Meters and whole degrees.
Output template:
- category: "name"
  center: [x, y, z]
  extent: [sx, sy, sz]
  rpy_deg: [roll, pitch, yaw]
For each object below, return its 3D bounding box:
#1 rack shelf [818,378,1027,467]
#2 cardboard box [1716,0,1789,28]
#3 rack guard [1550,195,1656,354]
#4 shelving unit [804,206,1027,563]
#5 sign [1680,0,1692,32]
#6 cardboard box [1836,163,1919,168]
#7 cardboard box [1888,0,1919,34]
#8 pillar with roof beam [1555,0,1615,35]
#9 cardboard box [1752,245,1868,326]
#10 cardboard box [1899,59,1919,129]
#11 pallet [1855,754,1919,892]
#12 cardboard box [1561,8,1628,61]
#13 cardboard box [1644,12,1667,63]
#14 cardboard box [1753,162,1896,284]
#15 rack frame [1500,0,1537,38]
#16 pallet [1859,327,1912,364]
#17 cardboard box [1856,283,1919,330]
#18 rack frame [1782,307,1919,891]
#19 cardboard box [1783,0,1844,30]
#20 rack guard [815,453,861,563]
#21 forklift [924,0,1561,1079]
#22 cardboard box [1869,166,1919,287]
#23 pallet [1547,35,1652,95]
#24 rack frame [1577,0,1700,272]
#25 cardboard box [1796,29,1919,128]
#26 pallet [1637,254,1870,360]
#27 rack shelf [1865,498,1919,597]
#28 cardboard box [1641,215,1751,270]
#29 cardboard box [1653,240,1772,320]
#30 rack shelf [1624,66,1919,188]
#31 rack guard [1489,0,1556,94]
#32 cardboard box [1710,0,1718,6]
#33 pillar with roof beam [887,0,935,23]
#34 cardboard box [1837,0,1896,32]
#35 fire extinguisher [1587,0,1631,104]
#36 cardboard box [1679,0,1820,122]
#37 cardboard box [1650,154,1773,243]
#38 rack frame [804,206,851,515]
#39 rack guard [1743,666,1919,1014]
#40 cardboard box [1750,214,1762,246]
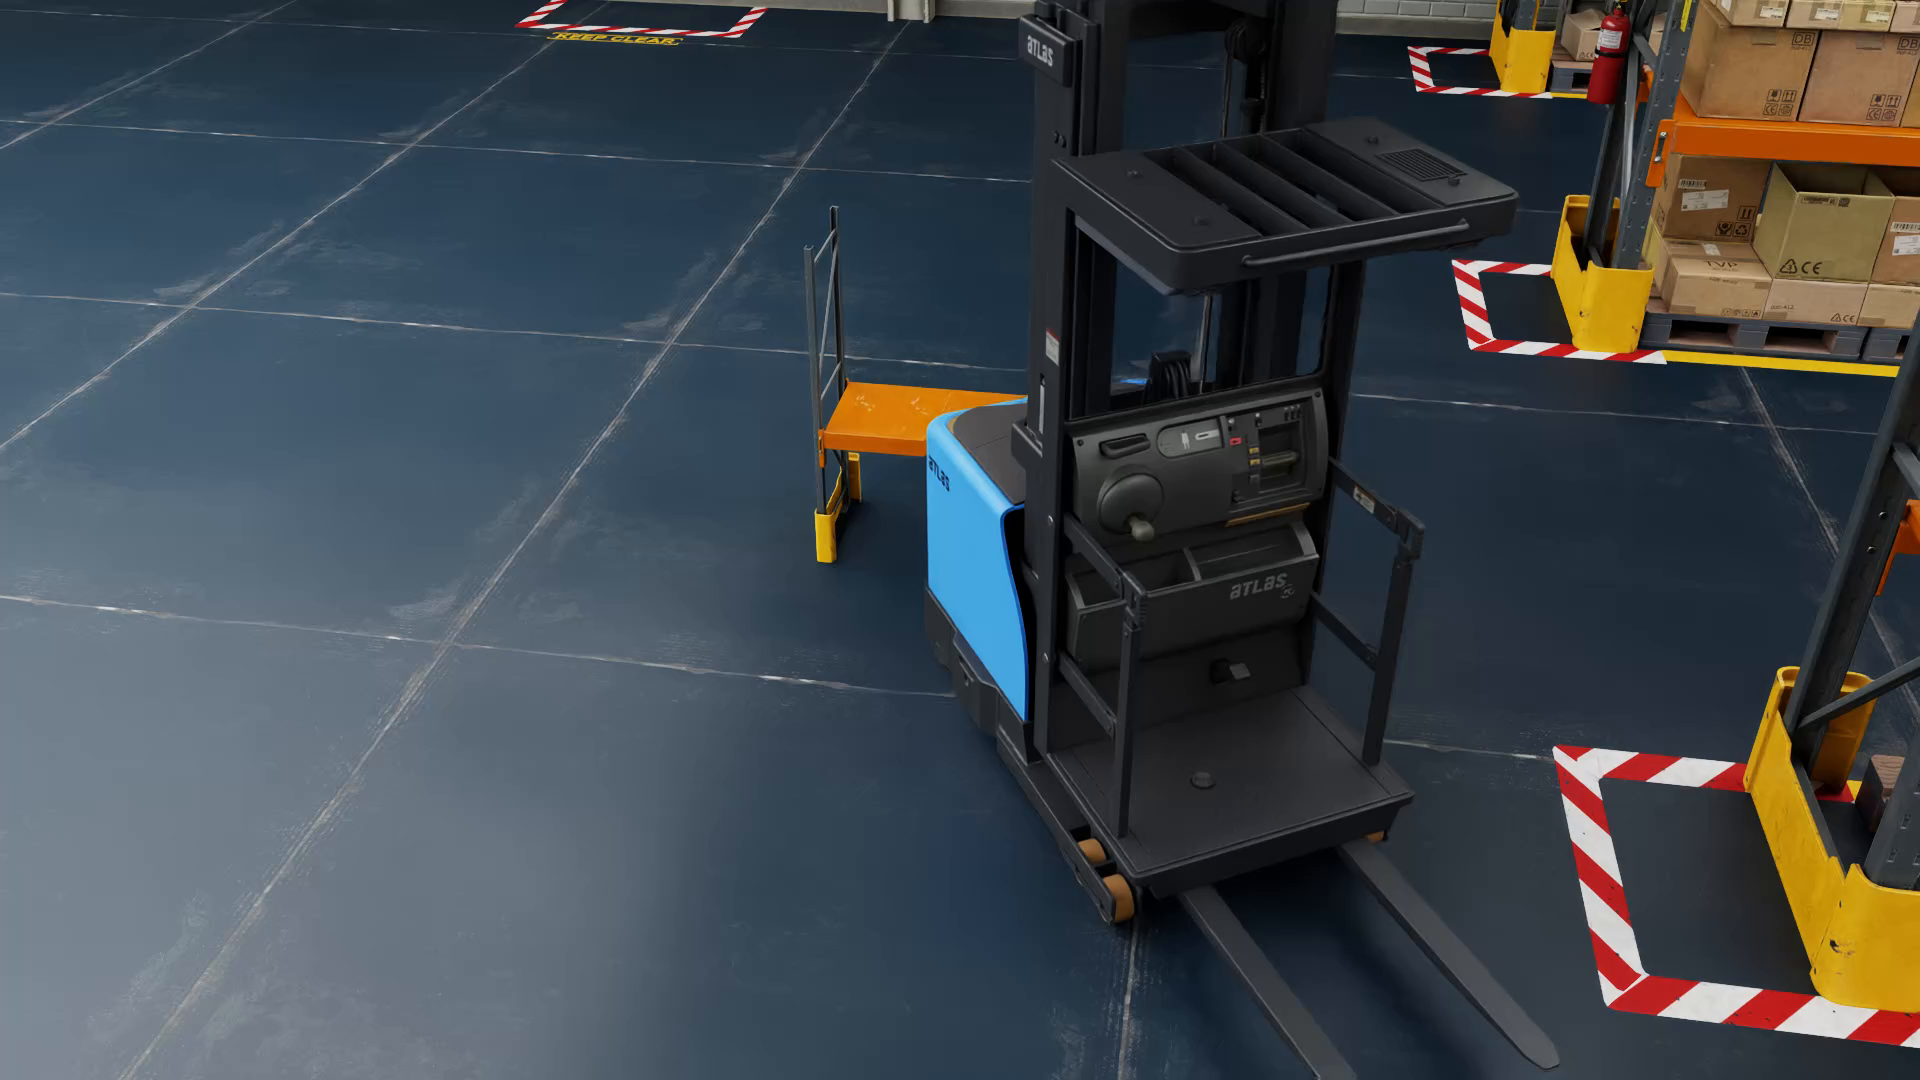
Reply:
- category: "rack shelf"
  center: [-0.084, -0.491, 7.460]
  extent: [1.000, 0.185, 0.538]
  rpy_deg: [5, 32, 8]
- category: "cardboard box"
  center: [4.149, -2.812, 8.710]
  extent: [0.250, 0.149, 0.380]
  rpy_deg: [5, 32, 8]
- category: "rack guard"
  center: [3.774, -1.585, 9.811]
  extent: [0.348, 0.500, 1.175]
  rpy_deg: [5, 32, 8]
- category: "shelving unit"
  center: [-0.075, -0.643, 7.363]
  extent: [1.083, 1.500, 0.587]
  rpy_deg: [5, 32, 8]
- category: "sign"
  center: [3.699, -2.753, 8.431]
  extent: [0.005, 0.325, 0.100]
  rpy_deg: [5, 32, 8]
- category: "cardboard box"
  center: [5.365, -1.999, 9.605]
  extent: [0.500, 0.500, 0.500]
  rpy_deg: [5, 32, 8]
- category: "cardboard box"
  center: [4.903, -2.743, 8.600]
  extent: [0.250, 0.149, 0.380]
  rpy_deg: [5, 32, 7]
- category: "pillar with roof beam"
  center: [4.739, -5.915, 8.718]
  extent: [0.400, 9.000, 9.100]
  rpy_deg: [5, 32, 8]
- category: "cardboard box"
  center: [4.783, -1.448, 9.432]
  extent: [0.500, 0.250, 0.500]
  rpy_deg: [5, 32, 8]
- category: "cardboard box"
  center: [5.263, -2.545, 8.894]
  extent: [0.500, 0.500, 0.700]
  rpy_deg: [5, 32, 9]
- category: "pallet"
  center: [3.844, 1.187, 5.654]
  extent: [1.213, 0.211, 1.003]
  rpy_deg: [5, 32, 8]
- category: "cardboard box"
  center: [5.295, -4.171, 13.707]
  extent: [0.500, 0.311, 0.500]
  rpy_deg: [2, 32, 3]
- category: "cardboard box"
  center: [5.857, -4.121, 13.625]
  extent: [0.500, 0.311, 0.500]
  rpy_deg: [8, 33, 12]
- category: "cardboard box"
  center: [4.782, -1.765, 9.231]
  extent: [0.500, 0.500, 0.500]
  rpy_deg: [5, 32, 8]
- category: "rack frame"
  center: [4.628, -5.234, 13.284]
  extent: [0.127, 3.000, 1.000]
  rpy_deg: [5, 32, 8]
- category: "pallet"
  center: [5.758, -1.304, 9.634]
  extent: [1.213, 0.211, 1.003]
  rpy_deg: [5, 32, 8]
- category: "cardboard box"
  center: [5.276, -1.403, 9.360]
  extent: [0.500, 0.250, 0.500]
  rpy_deg: [5, 32, 8]
- category: "rack frame"
  center: [2.961, -0.052, 5.006]
  extent: [0.127, 3.000, 1.000]
  rpy_deg: [5, 32, 8]
- category: "cardboard box"
  center: [4.409, -2.790, 8.674]
  extent: [0.250, 0.149, 0.380]
  rpy_deg: [4, 32, 7]
- category: "rack guard"
  center: [-0.566, -0.157, 7.766]
  extent: [0.087, 0.250, 0.587]
  rpy_deg: [5, 32, 8]
- category: "forklift"
  center: [0.881, -0.194, 5.297]
  extent: [1.130, 2.935, 3.031]
  rpy_deg: [-12, 34, -19]
- category: "cardboard box"
  center: [5.278, -1.727, 9.171]
  extent: [0.500, 0.500, 0.500]
  rpy_deg: [5, 32, 8]
- category: "pallet"
  center: [5.498, -3.954, 13.868]
  extent: [1.213, 0.211, 1.003]
  rpy_deg: [5, 32, 8]
- category: "rack frame"
  center: [3.798, -2.642, 9.144]
  extent: [0.127, 3.000, 1.000]
  rpy_deg: [5, 32, 8]
- category: "cardboard box"
  center: [4.775, -2.592, 8.970]
  extent: [0.500, 0.500, 0.700]
  rpy_deg: [6, 33, 9]
- category: "pallet"
  center: [4.559, -1.414, 9.810]
  extent: [1.213, 0.211, 1.003]
  rpy_deg: [5, 32, 8]
- category: "rack shelf"
  center: [4.933, 0.431, 4.912]
  extent: [4.000, 0.370, 1.077]
  rpy_deg: [5, 32, 8]
- category: "cardboard box"
  center: [4.376, -1.762, 9.933]
  extent: [0.500, 0.250, 0.500]
  rpy_deg: [5, 32, 8]
- category: "cardboard box"
  center: [4.289, -1.491, 9.500]
  extent: [0.500, 0.250, 0.500]
  rpy_deg: [5, 32, 8]
- category: "rack shelf"
  center: [5.770, -2.159, 9.050]
  extent: [4.000, 0.370, 1.077]
  rpy_deg: [5, 32, 8]
- category: "rack guard"
  center: [4.703, -4.167, 13.936]
  extent: [0.348, 0.500, 1.175]
  rpy_deg: [5, 32, 8]
- category: "cardboard box"
  center: [4.207, -3.025, 9.050]
  extent: [0.250, 0.149, 0.380]
  rpy_deg: [5, 32, 7]
- category: "pillar with roof beam"
  center: [-1.175, -6.450, 9.574]
  extent: [0.400, 9.000, 9.100]
  rpy_deg: [5, 32, 8]
- category: "cardboard box"
  center: [4.655, -2.767, 8.638]
  extent: [0.250, 0.149, 0.380]
  rpy_deg: [5, 32, 8]
- category: "fire extinguisher"
  center: [3.760, -2.863, 9.570]
  extent: [0.183, 0.674, 0.296]
  rpy_deg: [5, 32, 8]
- category: "cardboard box"
  center: [4.256, -2.636, 9.041]
  extent: [0.500, 0.500, 0.700]
  rpy_deg: [5, 32, 8]
- category: "cardboard box"
  center: [4.377, -2.081, 9.736]
  extent: [0.500, 0.500, 0.500]
  rpy_deg: [5, 32, 8]
- category: "rack frame"
  center: [-0.585, -0.689, 7.437]
  extent: [0.032, 1.500, 0.500]
  rpy_deg: [5, 32, 8]
- category: "rack guard"
  center: [3.044, 0.990, 5.698]
  extent: [0.348, 0.500, 1.175]
  rpy_deg: [5, 32, 8]
- category: "cardboard box"
  center: [4.871, -1.723, 9.872]
  extent: [0.500, 0.250, 0.500]
  rpy_deg: [5, 32, 8]
